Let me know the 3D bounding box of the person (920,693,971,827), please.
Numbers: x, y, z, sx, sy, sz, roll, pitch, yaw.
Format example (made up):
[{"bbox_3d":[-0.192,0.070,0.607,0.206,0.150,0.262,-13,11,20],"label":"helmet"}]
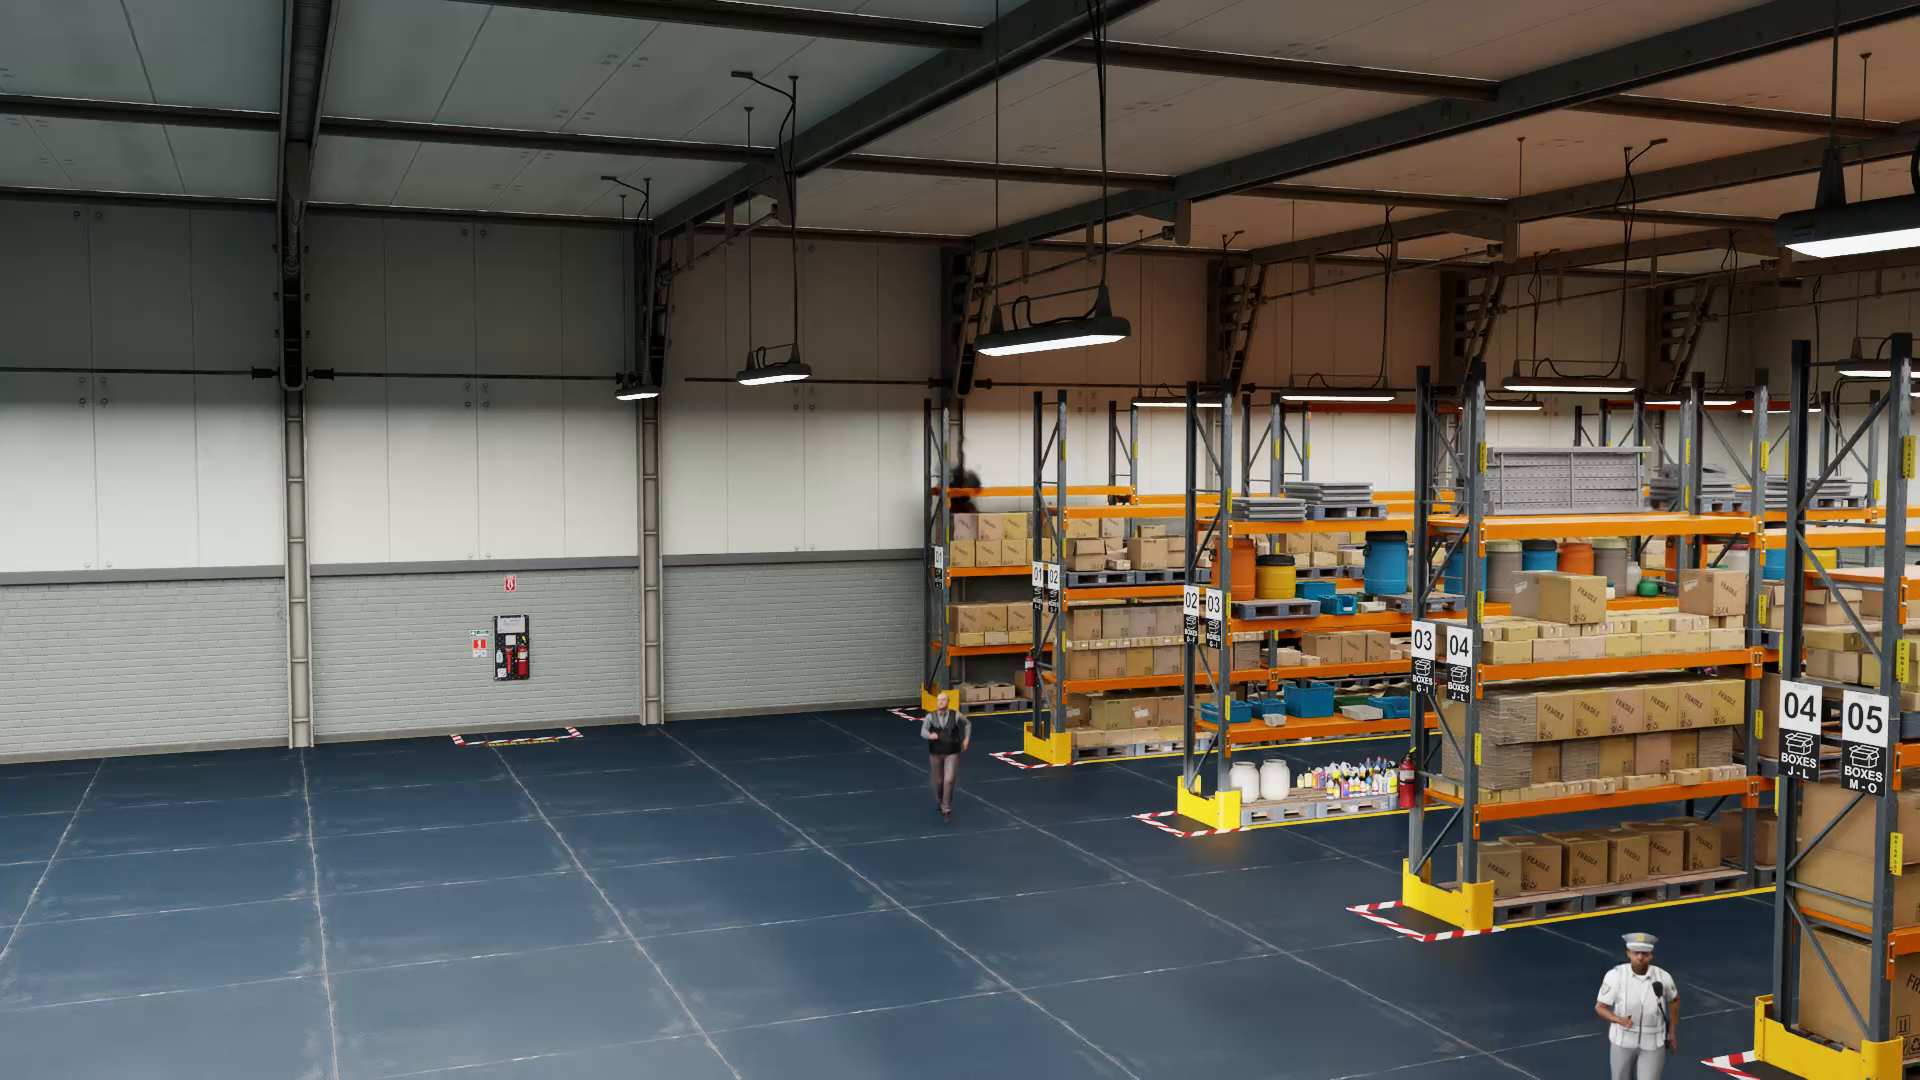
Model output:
[{"bbox_3d":[-0.215,2.958,22.756,0.663,1.722,0.962,1,3,9],"label":"person"}]

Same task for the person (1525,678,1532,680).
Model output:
[{"bbox_3d":[9.621,2.653,27.681,0.777,1.829,0.672,-2,4,-36],"label":"person"}]

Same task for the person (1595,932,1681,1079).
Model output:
[{"bbox_3d":[4.857,3.605,11.924,0.578,1.675,0.868,1,4,20],"label":"person"}]
